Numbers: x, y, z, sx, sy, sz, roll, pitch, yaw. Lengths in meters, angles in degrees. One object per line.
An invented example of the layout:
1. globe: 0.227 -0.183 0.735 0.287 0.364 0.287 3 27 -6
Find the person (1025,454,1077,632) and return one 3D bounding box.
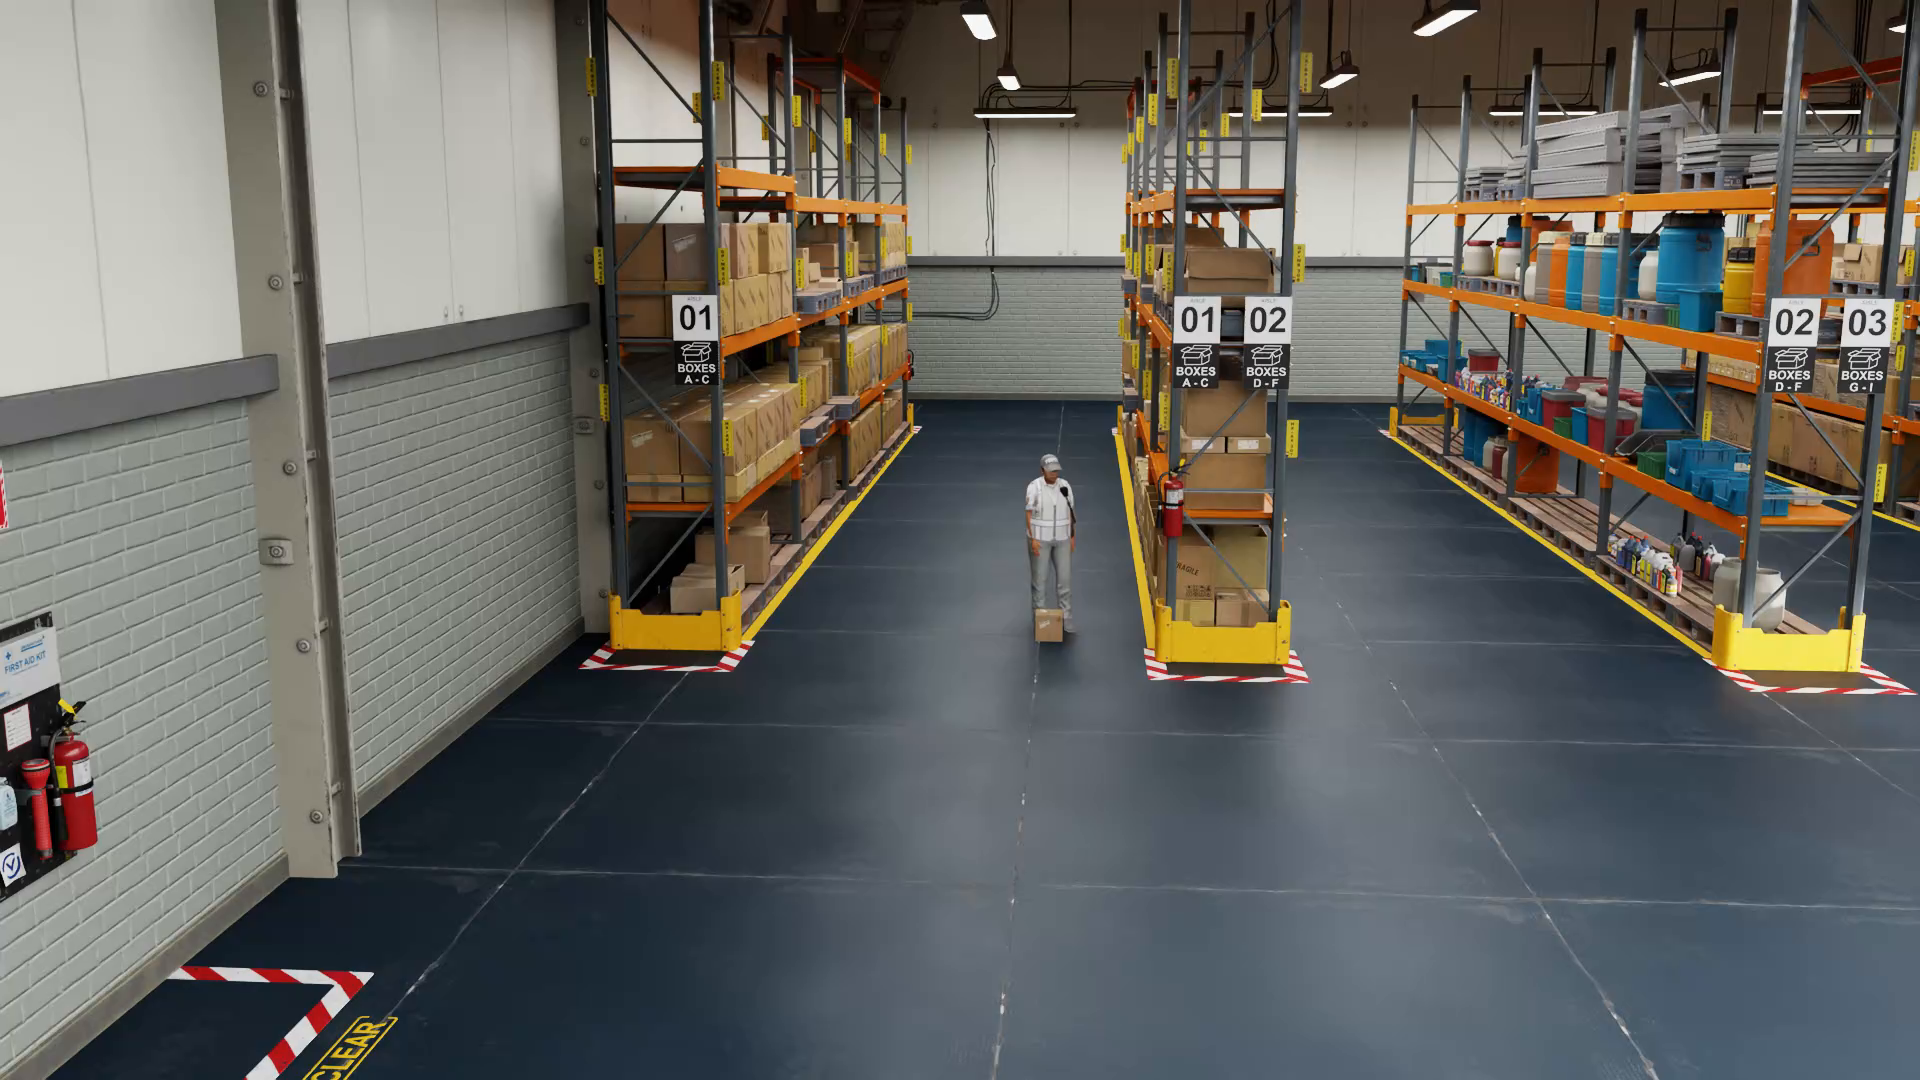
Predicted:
1. person: 0.876 0.020 15.820 0.495 1.683 0.503 -2 11 -11
